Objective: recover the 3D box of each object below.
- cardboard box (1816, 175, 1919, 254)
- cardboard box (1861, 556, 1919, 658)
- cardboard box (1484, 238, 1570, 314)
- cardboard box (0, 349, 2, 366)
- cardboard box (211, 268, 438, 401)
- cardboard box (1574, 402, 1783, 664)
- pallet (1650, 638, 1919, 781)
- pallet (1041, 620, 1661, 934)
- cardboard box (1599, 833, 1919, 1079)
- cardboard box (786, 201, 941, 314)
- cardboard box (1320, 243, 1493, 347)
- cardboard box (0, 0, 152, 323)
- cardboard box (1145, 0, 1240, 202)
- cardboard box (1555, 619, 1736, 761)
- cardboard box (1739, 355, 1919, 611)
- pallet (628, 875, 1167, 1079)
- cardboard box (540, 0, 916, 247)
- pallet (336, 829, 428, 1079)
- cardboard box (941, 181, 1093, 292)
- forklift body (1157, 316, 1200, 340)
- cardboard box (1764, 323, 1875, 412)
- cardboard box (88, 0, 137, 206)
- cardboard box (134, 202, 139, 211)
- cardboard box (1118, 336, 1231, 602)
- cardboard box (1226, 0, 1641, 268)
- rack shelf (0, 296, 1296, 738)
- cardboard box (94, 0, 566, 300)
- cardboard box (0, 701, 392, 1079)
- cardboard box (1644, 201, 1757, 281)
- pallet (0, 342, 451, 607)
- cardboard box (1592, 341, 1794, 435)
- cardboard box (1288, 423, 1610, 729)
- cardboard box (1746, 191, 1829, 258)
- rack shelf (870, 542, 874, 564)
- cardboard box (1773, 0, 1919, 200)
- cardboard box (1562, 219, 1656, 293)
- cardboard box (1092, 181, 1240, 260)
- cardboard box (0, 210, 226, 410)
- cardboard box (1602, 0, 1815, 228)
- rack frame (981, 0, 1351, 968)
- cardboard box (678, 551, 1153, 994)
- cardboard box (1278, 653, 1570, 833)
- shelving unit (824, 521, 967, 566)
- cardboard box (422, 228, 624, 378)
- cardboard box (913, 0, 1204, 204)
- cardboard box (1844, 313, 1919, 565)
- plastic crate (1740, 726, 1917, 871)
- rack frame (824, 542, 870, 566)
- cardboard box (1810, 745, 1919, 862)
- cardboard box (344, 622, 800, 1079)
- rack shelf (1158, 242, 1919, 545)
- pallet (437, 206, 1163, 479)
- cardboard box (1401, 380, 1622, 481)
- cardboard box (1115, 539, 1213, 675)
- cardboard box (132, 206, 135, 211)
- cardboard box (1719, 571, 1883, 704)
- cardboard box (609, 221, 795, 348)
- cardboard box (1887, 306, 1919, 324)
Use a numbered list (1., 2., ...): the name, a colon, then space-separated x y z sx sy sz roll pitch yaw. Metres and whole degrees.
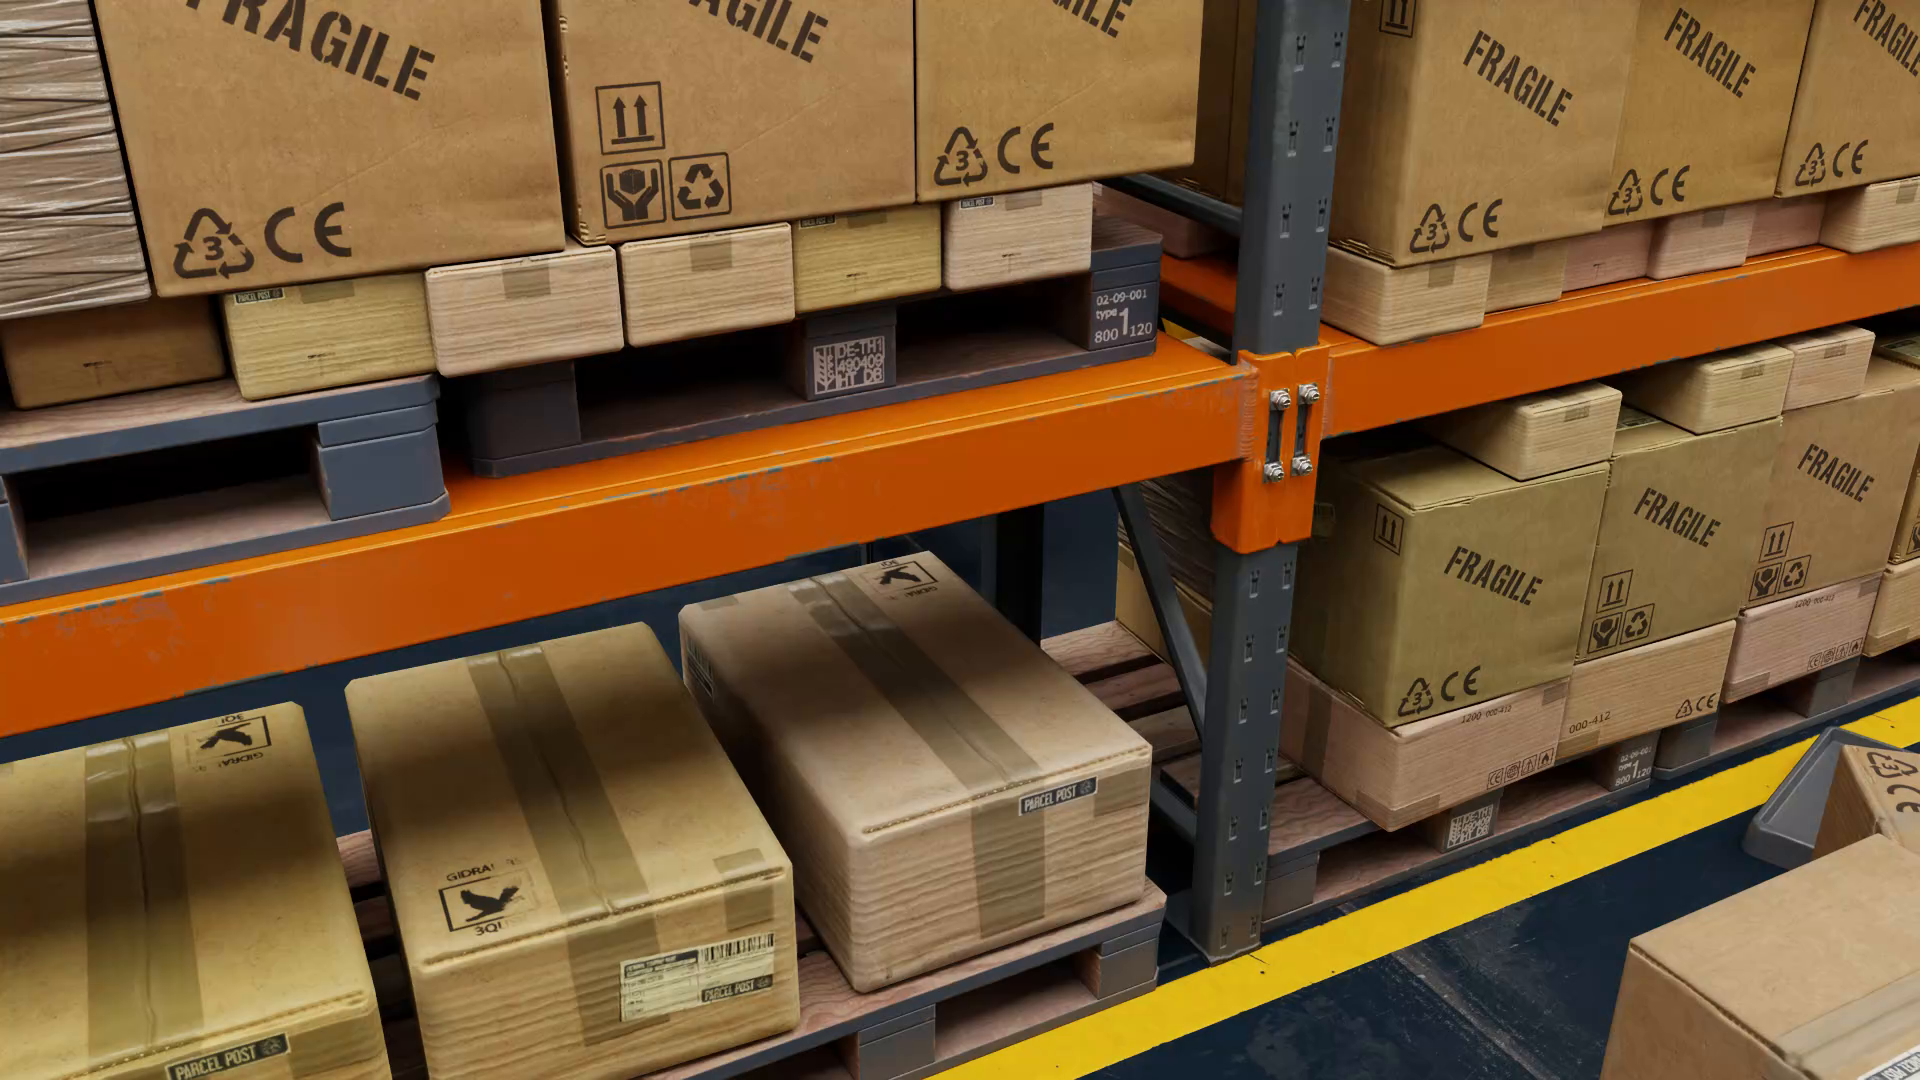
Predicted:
1. cardboard box: 1.899 -0.762 3.661 0.250 0.149 0.380 -13 28 -25
2. cardboard box: 2.360 0.038 4.397 0.500 0.250 0.500 -14 29 -27
3. cardboard box: 0.965 -0.576 3.274 0.250 0.149 0.380 -12 28 -24
4. cardboard box: -1.369 -0.243 2.096 0.250 0.149 0.380 -12 28 -23
5. cardboard box: -0.894 -0.340 2.297 0.250 0.149 0.380 -13 29 -25
6. cardboard box: 1.452 -0.095 3.807 0.500 0.500 0.500 -12 28 -23
7. pallet: 1.991 0.180 4.630 1.213 0.211 1.003 -13 29 -25
8. pallet: 0.913 0.431 4.109 1.213 0.211 1.003 -13 29 -25
9. cardboard box: 1.201 0.783 2.167 0.500 0.500 0.500 -13 29 -25
10. cardboard box: -0.228 -0.495 2.621 0.250 0.149 0.380 -14 29 -27
11. cardboard box: 0.766 -0.505 3.126 0.250 0.149 0.380 -13 29 -25
12. cardboard box: -1.319 -0.552 1.989 0.500 0.500 0.500 -14 29 -27
13. cardboard box: 0.612 -1.041 3.493 0.500 0.500 0.500 -14 29 -26
14. cardboard box: 1.451 0.244 3.968 0.500 0.250 0.500 -11 28 -22
15. cardboard box: 1.910 -0.200 4.025 0.500 0.500 0.500 -11 28 -22
16. pallet: -0.349 0.740 3.465 1.213 0.211 1.003 -13 29 -25
17. cardboard box: -0.399 -0.761 2.426 0.500 0.500 0.500 -13 28 -25
18. pallet: -1.427 0.990 2.944 1.213 0.211 1.003 -13 29 -25
19. cardboard box: 0.013 -0.542 2.718 0.250 0.149 0.380 -13 28 -24
20. forklift body: 0.713 -1.920 6.764 1.214 2.155 2.313 -13 29 -25
21. cardboard box: 1.812 -0.437 3.771 0.250 0.149 0.380 -11 28 -22
22. cardboard box: -1.544 -0.752 2.407 0.500 0.500 0.500 -14 29 -27
23. cardboard box: -1.203 -0.540 2.714 0.250 0.149 0.380 -13 28 -25
24. cardboard box: 0.733 -0.187 3.999 0.500 0.500 0.500 -13 29 -26
25. cardboard box: 0.857 -0.839 3.072 0.500 0.500 0.500 -13 29 -25
26. rack shelf: -1.428 0.055 2.500 4.000 0.370 1.077 -13 29 -25
27. cardboard box: -0.858 -0.659 2.212 0.500 0.500 0.500 -12 28 -23
28. cardboard box: -1.370 0.717 2.842 0.625 0.372 0.950 -12 28 -23
29. cardboard box: 1.419 -0.679 3.488 0.250 0.149 0.380 -12 28 -24
30. pallet: -1.465 -0.194 2.410 1.213 0.211 1.003 -13 29 -25
31. cardboard box: 1.576 -0.381 3.655 0.250 0.149 0.380 -12 28 -23
32. cardboard box: 0.985 0.019 3.570 0.500 0.500 0.500 -12 28 -23
33. cardboard box: 1.640 -0.745 3.626 0.250 0.149 0.380 -13 29 -25
34. rack shelf: -0.146 -0.270 5.034 0.480 0.518 0.431 -13 29 -25
35. cardboard box: 1.738 -1.047 3.506 0.500 0.500 0.500 -13 29 -26
36. cardboard box: 1.185 -0.642 3.411 0.250 0.149 0.380 -13 29 -25
37. cardboard box: 0.477 -0.745 3.626 0.250 0.149 0.380 -13 29 -26
38. cardboard box: -1.175 -0.325 2.267 0.250 0.149 0.380 -14 29 -27
39. cardboard box: 1.289 -0.950 3.303 0.500 0.500 0.500 -13 29 -25
40. rack frame: 0.337 -0.676 3.193 0.127 3.000 1.000 -13 29 -25
41. cardboard box: -0.124 0.427 3.446 0.625 0.372 0.950 -13 28 -24
42. cardboard box: 0.985 0.357 3.733 0.500 0.250 0.500 -14 29 -27
43. shelving unit: -0.146 -0.913 4.725 0.503 2.100 0.431 -13 29 -25
44. cardboard box: -0.662 -0.376 2.372 0.250 0.149 0.380 -13 28 -25
45. cardboard box: 0.038 -0.863 2.637 0.500 0.500 0.500 -14 29 -26
46. cardboard box: 2.375 -0.308 4.252 0.500 0.500 0.500 -14 29 -26
47. plastic crate: 2.108 0.633 3.838 0.402 0.080 0.583 21 33 37
48. rack frame: -0.361 -0.863 4.622 0.015 2.100 0.400 -13 29 -25
49. cardboard box: 1.923 0.751 3.105 0.500 0.500 0.500 5 26 11
50. cardboard box: -0.757 0.575 3.138 0.625 0.372 0.950 -11 28 -22
51. rack shelf: 2.102 -0.759 4.197 4.000 0.370 1.077 -13 29 -25
52. pallet: -0.406 -0.490 3.026 1.213 0.211 1.003 -13 29 -25
53. cardboard box: 1.123 -0.276 3.435 0.250 0.149 0.380 -13 28 -24
54. cardboard box: 0.732 0.151 4.162 0.500 0.250 0.500 -12 28 -23
55. cardboard box: -3.145 -1.424 7.009 0.625 0.625 0.875 -13 29 -26
56. cardboard box: 1.917 0.135 4.195 0.500 0.250 0.500 -13 29 -26
57. cardboard box: -0.439 -0.429 2.483 0.250 0.149 0.380 -14 29 -26
58. cardboard box: 2.534 -0.605 4.120 0.250 0.149 0.380 -12 28 -23
